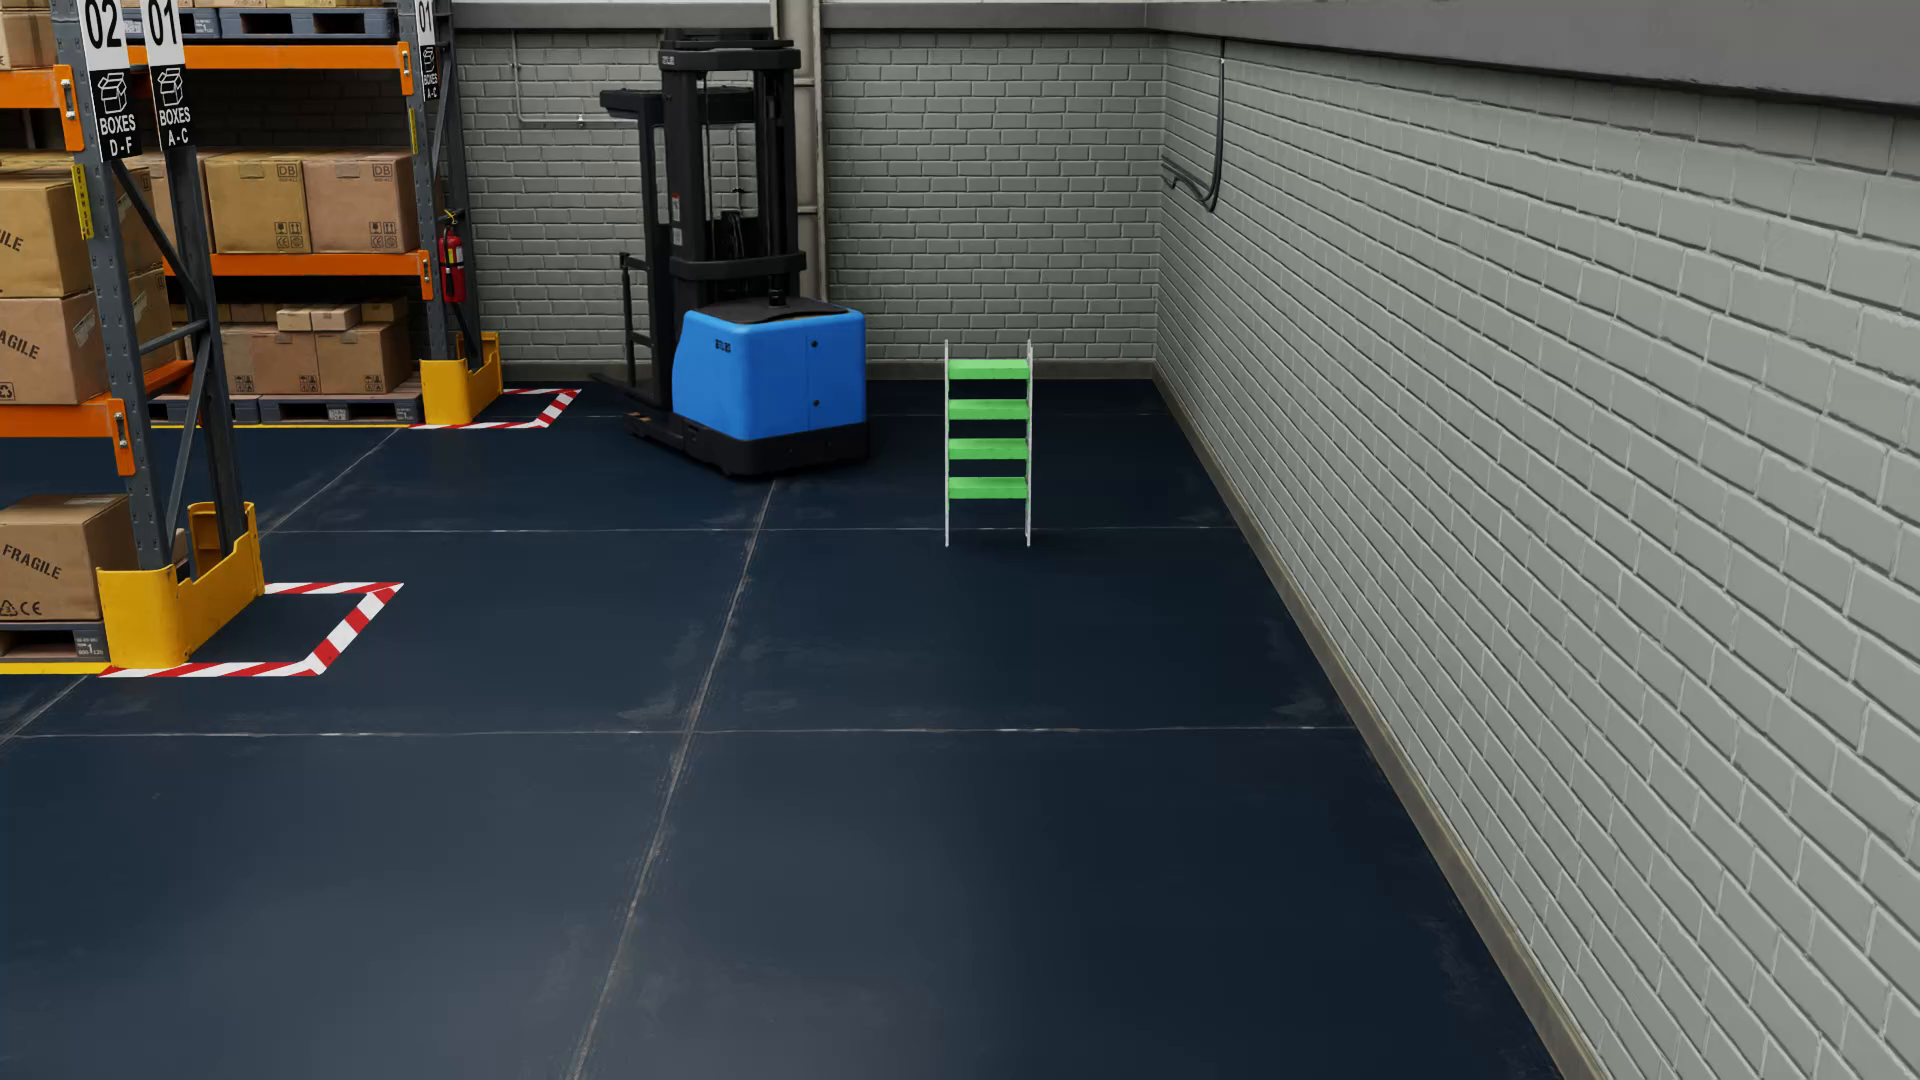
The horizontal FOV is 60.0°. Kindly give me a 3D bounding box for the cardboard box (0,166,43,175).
[{"bbox_3d":[-4.883,-1.577,8.254,0.500,0.500,0.500,0,18,0],"label":"cardboard box"}]

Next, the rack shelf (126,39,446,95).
[{"bbox_3d":[-5.994,-3.569,12.530,4.000,0.370,1.077,0,18,-1],"label":"rack shelf"}]

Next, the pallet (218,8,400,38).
[{"bbox_3d":[-4.736,-3.872,12.443,1.213,0.211,1.003,0,18,-1],"label":"pallet"}]

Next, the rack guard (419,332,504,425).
[{"bbox_3d":[-3.970,-1.303,13.291,0.348,0.500,1.175,0,18,-1],"label":"rack guard"}]

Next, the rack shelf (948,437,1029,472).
[{"bbox_3d":[0.166,-0.511,9.886,0.480,0.148,0.258,0,18,-1],"label":"rack shelf"}]

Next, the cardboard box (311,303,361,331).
[{"bbox_3d":[-4.818,-1.721,12.846,0.250,0.149,0.380,0,18,-2],"label":"cardboard box"}]

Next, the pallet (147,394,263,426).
[{"bbox_3d":[-6.009,-1.133,13.233,1.213,0.211,1.003,0,18,-1],"label":"pallet"}]

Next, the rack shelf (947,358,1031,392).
[{"bbox_3d":[0.166,-0.968,9.740,0.480,0.148,0.258,0,18,-1],"label":"rack shelf"}]

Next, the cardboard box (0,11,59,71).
[{"bbox_3d":[-4.422,-2.254,7.498,0.500,0.250,0.500,0,18,-1],"label":"cardboard box"}]

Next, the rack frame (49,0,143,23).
[{"bbox_3d":[-3.912,-3.837,7.276,0.127,3.000,1.000,0,18,-1],"label":"rack frame"}]

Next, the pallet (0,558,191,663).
[{"bbox_3d":[-4.786,0.352,8.604,1.213,0.211,1.003,0,18,-1],"label":"pallet"}]

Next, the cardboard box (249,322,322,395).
[{"bbox_3d":[-5.193,-1.466,13.113,0.500,0.500,0.700,0,18,-1],"label":"cardboard box"}]

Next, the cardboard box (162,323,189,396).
[{"bbox_3d":[-6.229,-1.459,13.090,0.500,0.500,0.700,0,18,0],"label":"cardboard box"}]

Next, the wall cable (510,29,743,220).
[{"bbox_3d":[-2.729,-3.272,13.673,1.851,1.984,0.084,0,18,-1],"label":"wall cable"}]

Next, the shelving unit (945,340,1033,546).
[{"bbox_3d":[0.166,-0.572,9.867,0.503,1.200,0.258,0,18,-1],"label":"shelving unit"}]

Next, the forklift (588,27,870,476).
[{"bbox_3d":[-1.893,-2.220,12.169,1.130,2.935,3.031,-12,21,-33],"label":"forklift"}]

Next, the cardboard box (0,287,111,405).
[{"bbox_3d":[-4.356,-0.943,7.911,0.500,0.500,0.500,0,18,1],"label":"cardboard box"}]

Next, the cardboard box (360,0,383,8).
[{"bbox_3d":[-4.728,-4.169,12.617,0.500,0.250,0.500,1,18,2],"label":"cardboard box"}]

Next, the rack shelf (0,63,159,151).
[{"bbox_3d":[-5.912,-2.056,7.814,4.000,0.370,1.077,0,18,-1],"label":"rack shelf"}]

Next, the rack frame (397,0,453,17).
[{"bbox_3d":[-3.994,-5.350,11.992,0.127,3.000,1.000,0,18,-1],"label":"rack frame"}]

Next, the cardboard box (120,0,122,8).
[{"bbox_3d":[-6.276,-4.004,12.102,0.500,0.250,0.500,-1,18,-2],"label":"cardboard box"}]

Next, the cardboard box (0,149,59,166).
[{"bbox_3d":[-7.451,-2.614,12.795,0.700,0.700,0.980,0,18,0],"label":"cardboard box"}]

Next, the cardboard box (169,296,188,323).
[{"bbox_3d":[-6.092,-1.832,13.190,0.250,0.149,0.380,-1,18,-2],"label":"cardboard box"}]

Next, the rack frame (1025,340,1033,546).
[{"bbox_3d":[0.409,-0.573,9.870,0.015,1.200,0.240,0,18,-1],"label":"rack frame"}]

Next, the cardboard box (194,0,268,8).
[{"bbox_3d":[-5.243,-4.010,12.121,0.500,0.250,0.500,-1,18,-3],"label":"cardboard box"}]

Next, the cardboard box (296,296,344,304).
[{"bbox_3d":[-5.077,-1.837,13.205,0.250,0.149,0.380,0,18,-1],"label":"cardboard box"}]

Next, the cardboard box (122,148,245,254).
[{"bbox_3d":[-5.994,-2.623,12.821,0.700,0.700,0.980,-1,18,-4],"label":"cardboard box"}]

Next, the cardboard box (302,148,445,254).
[{"bbox_3d":[-4.504,-2.630,12.846,0.700,0.700,0.980,1,18,2],"label":"cardboard box"}]

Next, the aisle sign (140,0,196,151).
[{"bbox_3d":[-3.849,-2.308,8.076,0.004,0.787,0.394,0,18,-1],"label":"aisle sign"}]

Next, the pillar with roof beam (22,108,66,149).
[{"bbox_3d":[-7.240,-4.283,8.668,0.400,9.000,9.100,0,18,-1],"label":"pillar with roof beam"}]

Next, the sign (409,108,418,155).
[{"bbox_3d":[-4.000,-2.991,12.179,0.005,0.325,0.100,0,18,-1],"label":"sign"}]

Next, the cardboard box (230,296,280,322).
[{"bbox_3d":[-5.582,-1.834,13.198,0.250,0.149,0.380,0,18,0],"label":"cardboard box"}]

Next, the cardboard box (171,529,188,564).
[{"bbox_3d":[-4.337,0.065,8.882,0.250,0.149,0.380,0,18,-1],"label":"cardboard box"}]
